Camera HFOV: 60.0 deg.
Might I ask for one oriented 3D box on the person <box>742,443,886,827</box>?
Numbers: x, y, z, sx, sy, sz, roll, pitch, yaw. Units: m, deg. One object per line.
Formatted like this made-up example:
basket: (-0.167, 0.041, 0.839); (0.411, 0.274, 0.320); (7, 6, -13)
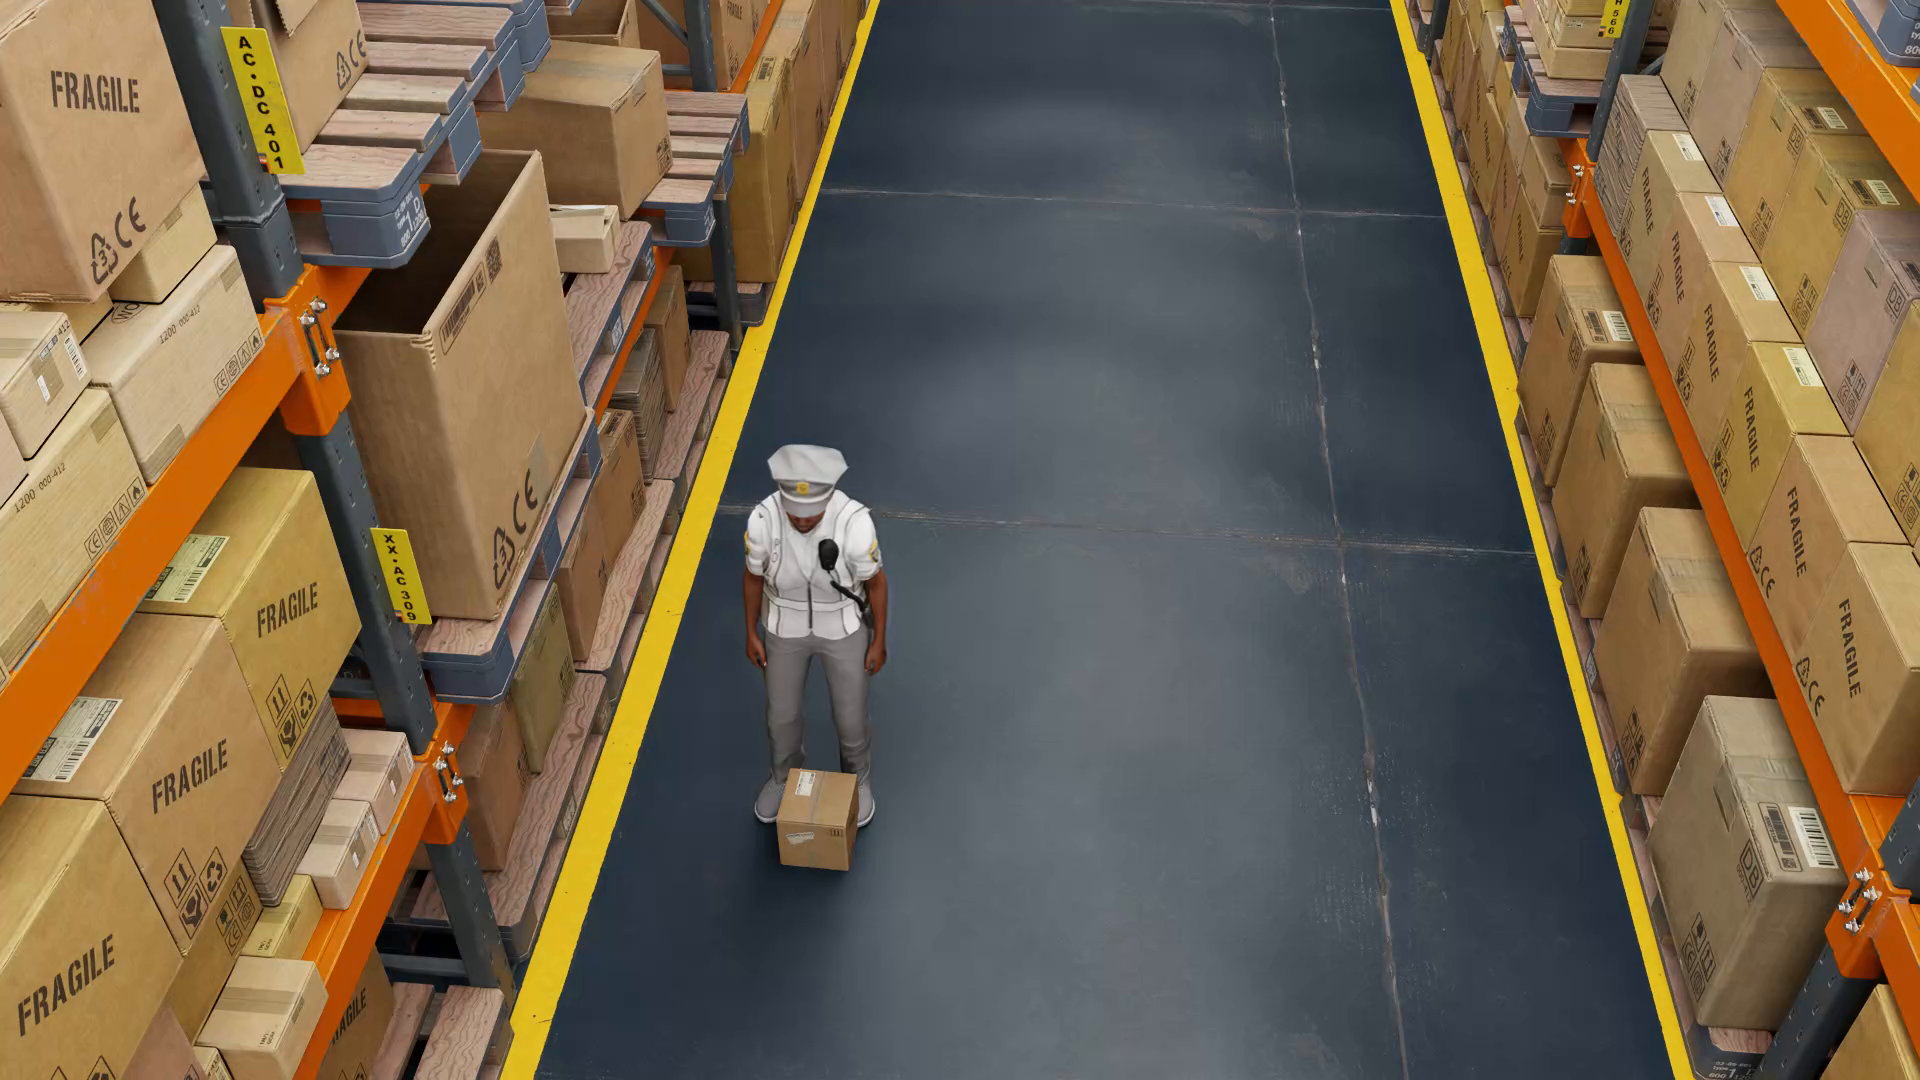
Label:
person: (-0.511, 0.351, 5.743); (0.507, 1.660, 0.325); (3, 40, 4)
